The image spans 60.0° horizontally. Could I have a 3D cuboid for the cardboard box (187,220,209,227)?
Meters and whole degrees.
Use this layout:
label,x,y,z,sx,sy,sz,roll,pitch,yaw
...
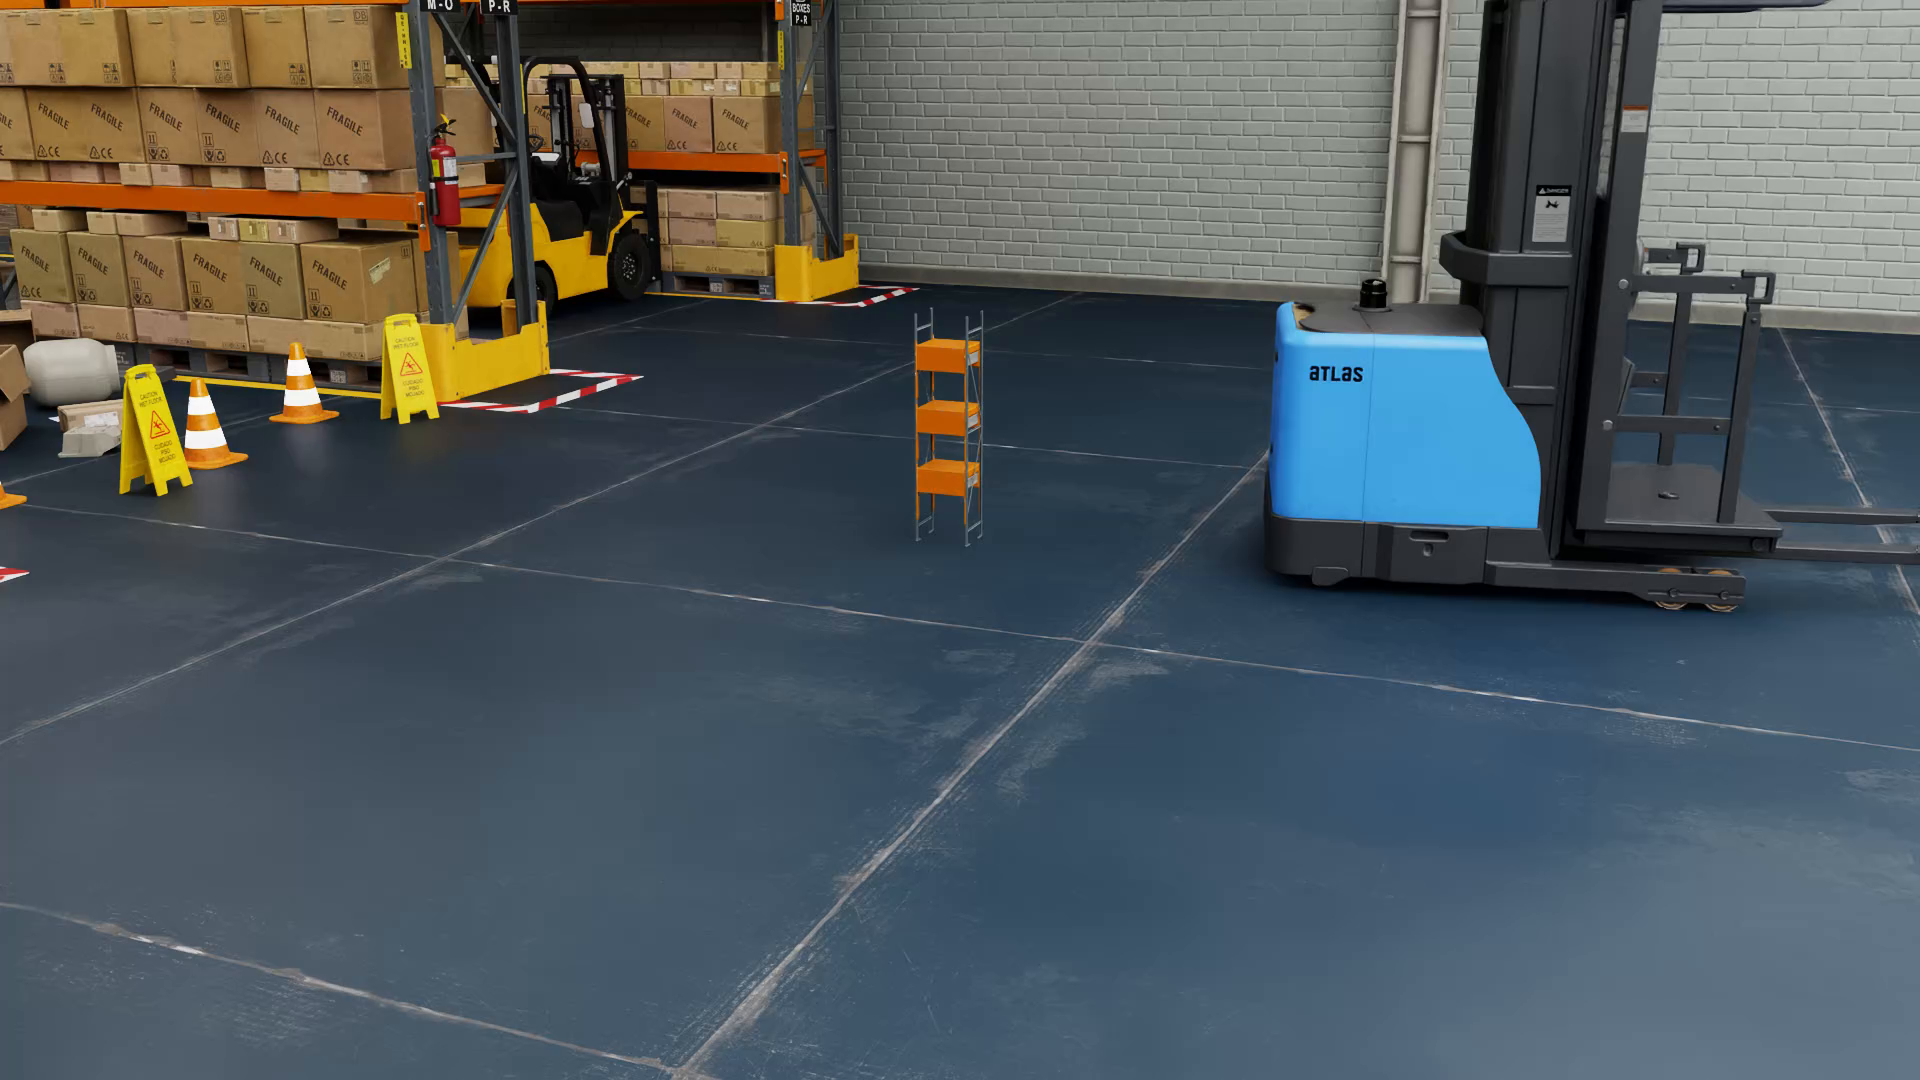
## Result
label,x,y,z,sx,sy,sz,roll,pitch,yaw
cardboard box,-5.776,-2.095,12.345,0.500,0.500,0.500,7,17,22

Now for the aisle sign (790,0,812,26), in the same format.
label,x,y,z,sx,sy,sz,roll,pitch,yaw
aisle sign,-1.407,-4.941,14.650,0.004,0.787,0.394,6,17,21

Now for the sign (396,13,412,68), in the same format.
label,x,y,z,sx,sy,sz,roll,pitch,yaw
sign,-3.400,-3.053,10.168,0.005,0.325,0.100,6,17,21

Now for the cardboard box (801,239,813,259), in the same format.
label,x,y,z,sx,sy,sz,roll,pitch,yaw
cardboard box,-1.745,-2.757,15.970,0.500,0.250,0.500,6,17,21

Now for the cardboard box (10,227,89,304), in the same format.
label,x,y,z,sx,sy,sz,roll,pitch,yaw
cardboard box,-6.449,-2.008,12.042,0.500,0.500,0.500,7,18,23

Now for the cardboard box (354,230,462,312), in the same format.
label,x,y,z,sx,sy,sz,roll,pitch,yaw
cardboard box,-3.849,-1.885,11.621,0.500,0.500,0.500,6,17,19

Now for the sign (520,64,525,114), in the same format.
label,x,y,z,sx,sy,sz,roll,pitch,yaw
sign,-2.979,-3.044,11.226,0.005,0.325,0.100,6,17,21

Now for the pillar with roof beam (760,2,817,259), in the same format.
label,x,y,z,sx,sy,sz,roll,pitch,yaw
pillar with roof beam,-3.257,-5.845,11.666,0.400,9.000,9.100,6,17,21

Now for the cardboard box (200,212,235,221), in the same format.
label,x,y,z,sx,sy,sz,roll,pitch,yaw
cardboard box,-7.616,-3.523,17.934,0.625,0.625,0.875,7,18,22

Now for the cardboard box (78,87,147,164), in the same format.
label,x,y,z,sx,sy,sz,roll,pitch,yaw
cardboard box,-5.654,-2.870,11.467,0.500,0.500,0.500,6,17,20

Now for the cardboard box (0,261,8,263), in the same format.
label,x,y,z,sx,sy,sz,roll,pitch,yaw
cardboard box,-8.058,-1.962,13.012,0.625,0.372,0.950,7,18,24

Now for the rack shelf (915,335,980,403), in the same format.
label,x,y,z,sx,sy,sz,roll,pitch,yaw
rack shelf,-0.050,-0.772,7.470,0.240,0.259,0.215,6,17,21

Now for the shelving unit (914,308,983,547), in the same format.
label,x,y,z,sx,sy,sz,roll,pitch,yaw
shelving unit,-0.050,-0.510,7.546,0.252,1.050,0.215,6,17,21

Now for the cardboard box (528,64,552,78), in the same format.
label,x,y,z,sx,sy,sz,roll,pitch,yaw
cardboard box,-3.923,-4.478,15.841,0.250,0.149,0.380,6,17,20

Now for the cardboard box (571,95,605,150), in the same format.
label,x,y,z,sx,sy,sz,roll,pitch,yaw
cardboard box,-3.342,-3.962,15.761,0.500,0.500,0.500,6,17,21

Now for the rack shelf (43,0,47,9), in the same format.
label,x,y,z,sx,sy,sz,roll,pitch,yaw
rack shelf,-8.759,-4.196,12.658,4.000,0.370,1.077,6,17,21

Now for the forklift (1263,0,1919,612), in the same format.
label,x,y,z,sx,sy,sz,roll,pitch,yaw
forklift,2.859,-1.277,6.815,3.031,2.935,1.130,3,16,9

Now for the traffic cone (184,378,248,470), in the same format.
label,x,y,z,sx,sy,sz,roll,pitch,yaw
traffic cone,-4.142,-0.656,9.103,0.334,0.463,0.336,6,17,21

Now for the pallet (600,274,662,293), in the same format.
label,x,y,z,sx,sy,sz,roll,pitch,yaw
pallet,-3.218,-2.629,16.350,1.213,0.211,1.003,6,17,21

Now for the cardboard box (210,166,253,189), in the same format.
label,x,y,z,sx,sy,sz,roll,pitch,yaw
cardboard box,-4.820,-2.462,11.226,0.250,0.149,0.380,6,17,20

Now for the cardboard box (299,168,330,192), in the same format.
label,x,y,z,sx,sy,sz,roll,pitch,yaw
cardboard box,-4.111,-2.379,10.937,0.250,0.149,0.380,6,17,20

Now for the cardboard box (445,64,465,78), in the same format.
label,x,y,z,sx,sy,sz,roll,pitch,yaw
cardboard box,-4.893,-4.577,16.184,0.250,0.149,0.380,7,17,22

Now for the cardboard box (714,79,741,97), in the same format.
label,x,y,z,sx,sy,sz,roll,pitch,yaw
cardboard box,-2.034,-4.116,15.128,0.250,0.149,0.380,7,17,22

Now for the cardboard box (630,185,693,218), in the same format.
label,x,y,z,sx,sy,sz,roll,pitch,yaw
cardboard box,-2.853,-3.203,15.710,0.500,0.250,0.500,7,17,21

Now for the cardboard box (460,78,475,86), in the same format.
label,x,y,z,sx,sy,sz,roll,pitch,yaw
cardboard box,-4.640,-4.417,16.165,0.250,0.149,0.380,7,17,22

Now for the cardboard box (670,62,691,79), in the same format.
label,x,y,z,sx,sy,sz,roll,pitch,yaw
cardboard box,-2.469,-4.341,15.371,0.250,0.149,0.380,6,17,21

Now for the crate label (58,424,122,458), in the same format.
label,x,y,z,sx,sy,sz,roll,pitch,yaw
crate label,-4.896,-0.564,9.370,0.298,0.136,0.250,-2,16,-8

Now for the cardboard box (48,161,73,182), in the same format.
label,x,y,z,sx,sy,sz,roll,pitch,yaw
cardboard box,-6.211,-2.629,11.800,0.250,0.149,0.380,6,17,20

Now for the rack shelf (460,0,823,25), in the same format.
label,x,y,z,sx,sy,sz,roll,pitch,yaw
rack shelf,-3.221,-5.075,15.684,4.000,0.370,1.077,6,17,21

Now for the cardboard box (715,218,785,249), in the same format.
label,x,y,z,sx,sy,sz,roll,pitch,yaw
cardboard box,-1.928,-2.865,15.445,0.500,0.250,0.500,6,17,20

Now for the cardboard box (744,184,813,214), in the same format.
label,x,y,z,sx,sy,sz,roll,pitch,yaw
cardboard box,-1.738,-3.235,15.821,0.500,0.250,0.500,6,17,20

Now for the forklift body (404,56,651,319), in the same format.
label,x,y,z,sx,sy,sz,roll,pitch,yaw
forklift body,-3.793,-3.088,14.454,1.214,2.155,2.313,6,17,21

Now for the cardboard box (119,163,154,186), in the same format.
label,x,y,z,sx,sy,sz,roll,pitch,yaw
cardboard box,-5.537,-2.527,11.450,0.250,0.149,0.380,6,17,21

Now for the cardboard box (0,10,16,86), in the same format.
label,x,y,z,sx,sy,sz,roll,pitch,yaw
cardboard box,-6.569,-3.466,11.728,0.500,0.500,0.700,6,17,20

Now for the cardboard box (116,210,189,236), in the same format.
label,x,y,z,sx,sy,sz,roll,pitch,yaw
cardboard box,-5.624,-2.212,11.583,0.250,0.149,0.380,7,18,24

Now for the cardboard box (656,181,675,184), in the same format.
label,x,y,z,sx,sy,sz,roll,pitch,yaw
cardboard box,-3.139,-3.393,16.367,0.500,0.250,0.500,6,17,20

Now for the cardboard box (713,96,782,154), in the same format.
label,x,y,z,sx,sy,sz,roll,pitch,yaw
cardboard box,-1.914,-3.805,15.222,0.500,0.500,0.500,6,17,19

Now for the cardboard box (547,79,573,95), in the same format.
label,x,y,z,sx,sy,sz,roll,pitch,yaw
cardboard box,-3.701,-4.305,15.779,0.250,0.149,0.380,6,17,19

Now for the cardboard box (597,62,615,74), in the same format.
label,x,y,z,sx,sy,sz,roll,pitch,yaw
cardboard box,-3.200,-4.415,15.625,0.250,0.149,0.380,7,17,21

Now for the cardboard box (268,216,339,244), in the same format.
label,x,y,z,sx,sy,sz,roll,pitch,yaw
cardboard box,-4.385,-2.075,11.110,0.250,0.149,0.380,7,18,22

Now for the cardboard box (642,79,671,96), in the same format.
label,x,y,z,sx,sy,sz,roll,pitch,yaw
cardboard box,-2.745,-4.202,15.424,0.250,0.149,0.380,6,17,19

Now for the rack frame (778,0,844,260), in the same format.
label,x,y,z,sx,sy,sz,roll,pitch,yaw
rack frame,-1.360,-3.775,15.298,0.127,3.000,1.000,6,17,21

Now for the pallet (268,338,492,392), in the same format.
label,x,y,z,sx,sy,sz,roll,pitch,yaw
pallet,-3.991,-1.248,11.595,1.213,0.211,1.003,6,17,21

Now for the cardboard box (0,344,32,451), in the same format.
label,x,y,z,sx,sy,sz,roll,pitch,yaw
cardboard box,-5.741,-0.812,9.567,0.637,0.503,0.797,-5,17,-18

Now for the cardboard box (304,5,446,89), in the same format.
label,x,y,z,sx,sy,sz,roll,pitch,yaw
cardboard box,-3.733,-3.154,10.652,0.500,0.500,0.700,6,17,19

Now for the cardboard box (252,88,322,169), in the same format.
label,x,y,z,sx,sy,sz,roll,pitch,yaw
cardboard box,-4.248,-2.715,10.932,0.500,0.500,0.500,6,17,21

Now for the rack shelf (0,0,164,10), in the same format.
label,x,y,z,sx,sy,sz,roll,pitch,yaw
rack shelf,-10.663,-5.893,18.503,4.000,0.370,1.077,6,17,21

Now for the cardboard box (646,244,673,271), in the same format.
label,x,y,z,sx,sy,sz,roll,pitch,yaw
cardboard box,-2.834,-2.729,15.874,0.500,0.250,0.500,6,17,21

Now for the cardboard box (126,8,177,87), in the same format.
label,x,y,z,sx,sy,sz,roll,pitch,yaw
cardboard box,-5.126,-3.320,11.225,0.500,0.500,0.700,6,17,20

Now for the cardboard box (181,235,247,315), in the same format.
label,x,y,z,sx,sy,sz,roll,pitch,yaw
cardboard box,-4.972,-1.849,11.496,0.500,0.500,0.500,6,17,19

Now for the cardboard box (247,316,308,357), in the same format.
label,x,y,z,sx,sy,sz,roll,pitch,yaw
cardboard box,-4.507,-1.437,11.421,0.500,0.250,0.500,6,17,21

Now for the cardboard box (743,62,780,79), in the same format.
label,x,y,z,sx,sy,sz,roll,pitch,yaw
cardboard box,-1.771,-4.260,15.090,0.250,0.149,0.380,6,17,21

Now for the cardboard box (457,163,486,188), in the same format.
label,x,y,z,sx,sy,sz,roll,pitch,yaw
cardboard box,-3.418,-2.455,11.201,0.250,0.149,0.380,6,17,21

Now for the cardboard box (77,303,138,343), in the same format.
label,x,y,z,sx,sy,sz,roll,pitch,yaw
cardboard box,-5.948,-1.596,11.969,0.500,0.250,0.500,7,18,24
